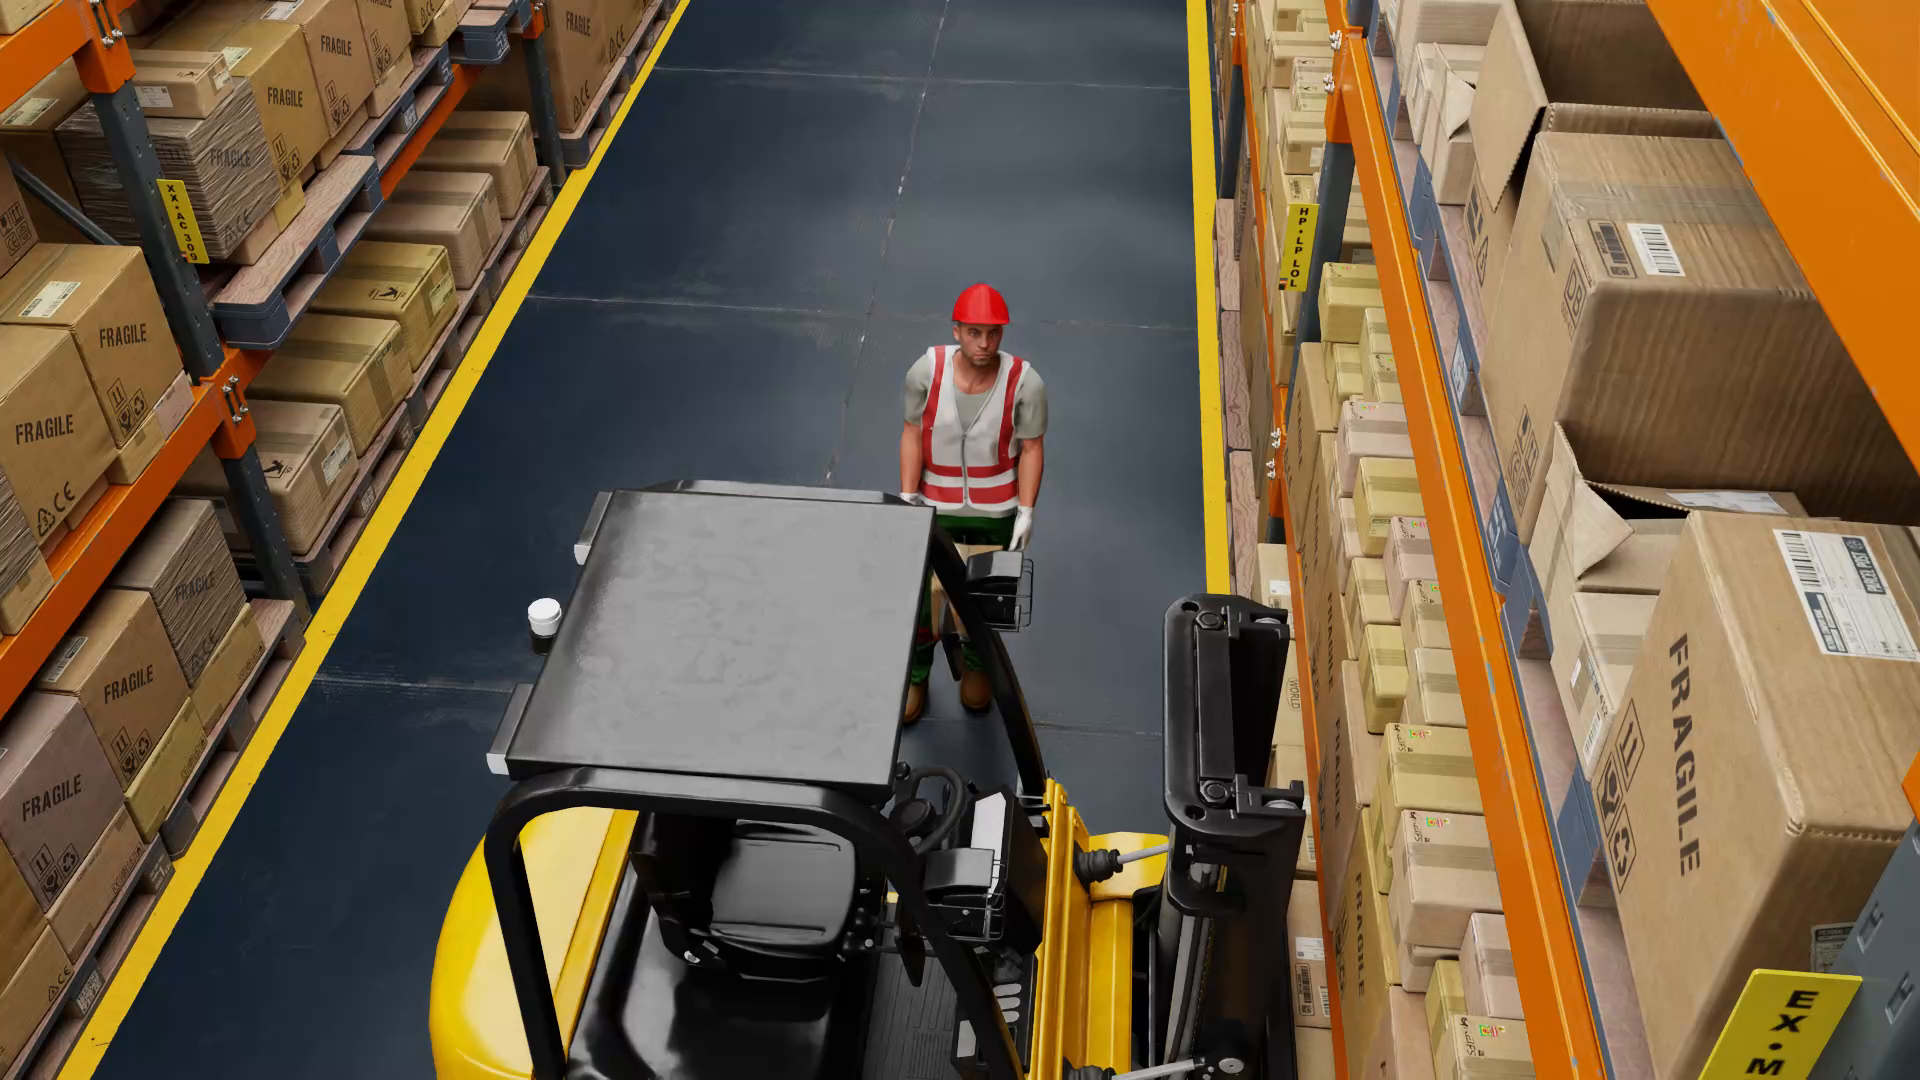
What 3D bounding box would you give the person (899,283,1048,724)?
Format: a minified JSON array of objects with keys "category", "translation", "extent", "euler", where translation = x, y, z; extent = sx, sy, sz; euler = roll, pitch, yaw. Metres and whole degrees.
[{"category":"person","translation":[0.021,-0.098,6.245],"extent":[0.584,1.789,0.556],"euler":[3,40,4]}]
